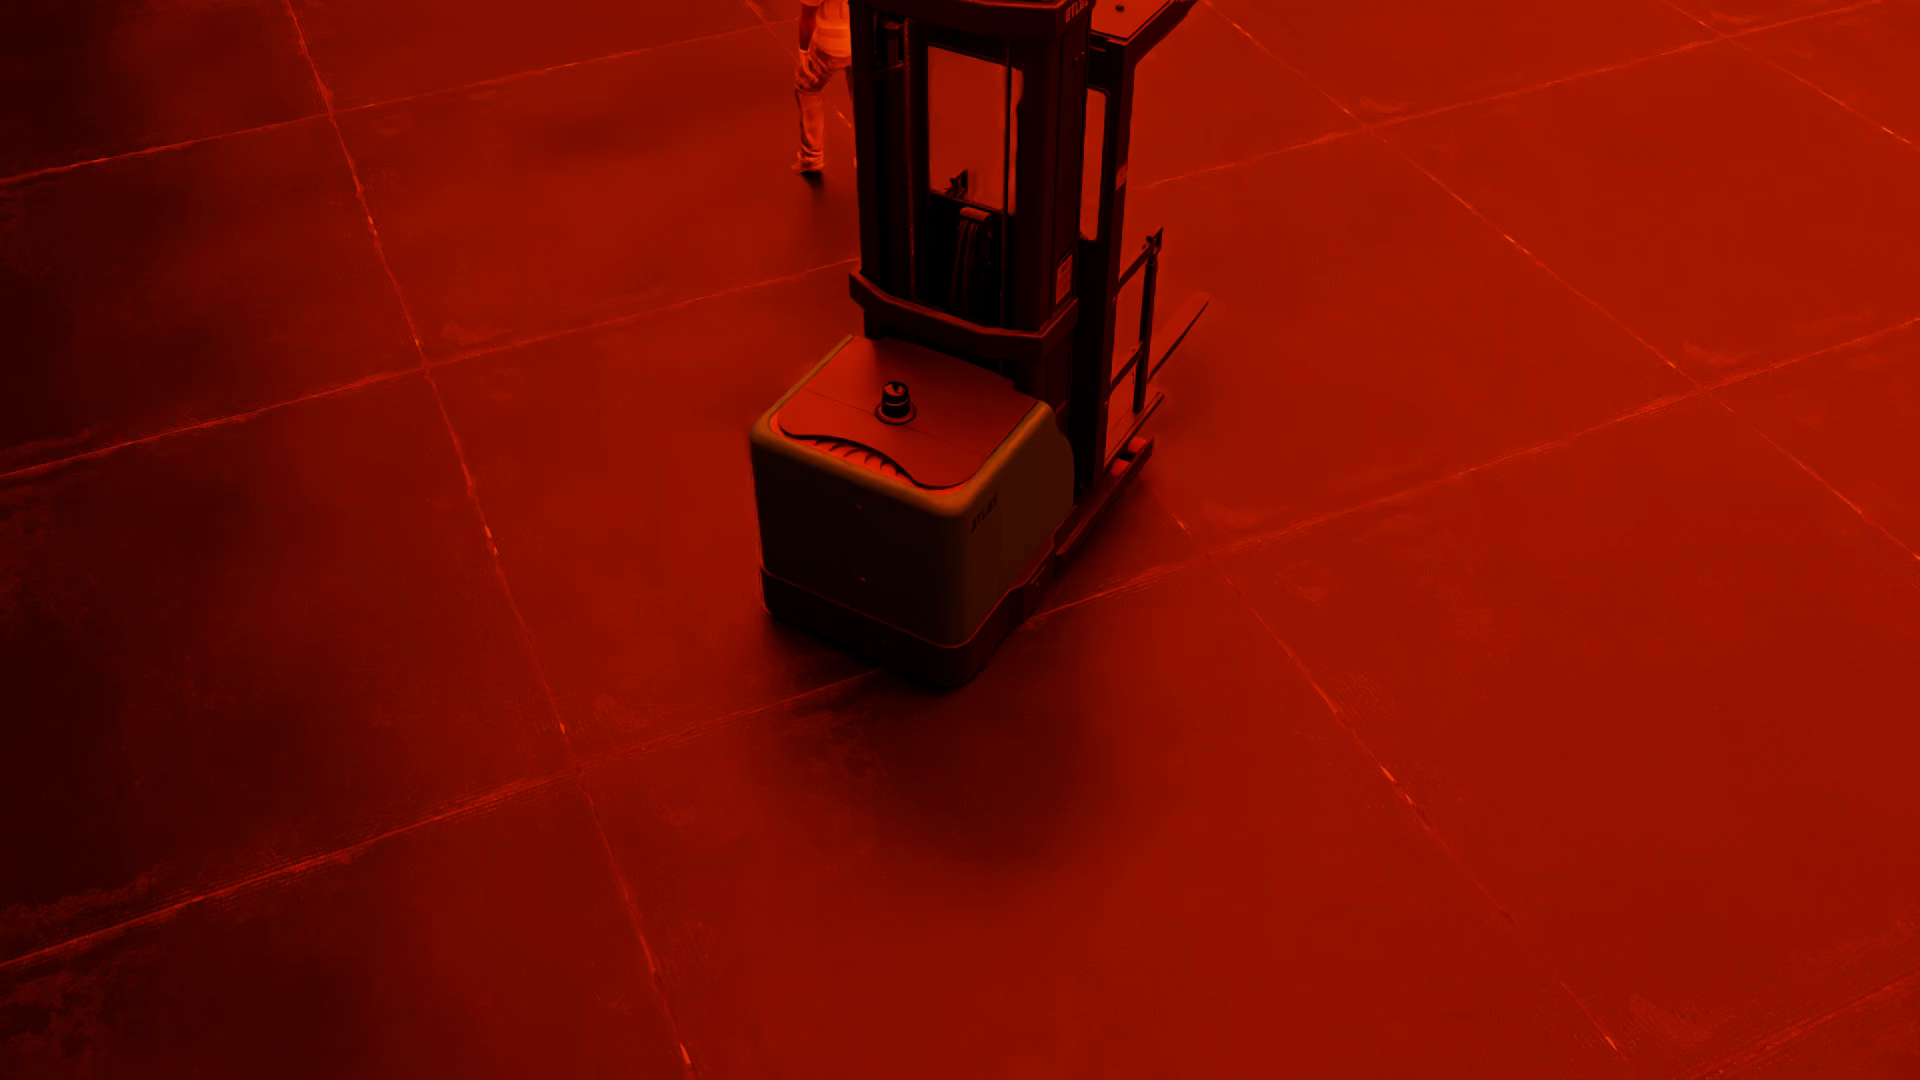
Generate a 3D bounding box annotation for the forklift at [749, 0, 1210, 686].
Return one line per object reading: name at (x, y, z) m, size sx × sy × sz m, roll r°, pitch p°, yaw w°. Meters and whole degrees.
forklift at (0.294, -1.444, 7.227) m, size 1.130 × 2.935 × 3.031 m, roll 21°, pitch 47°, yaw 21°

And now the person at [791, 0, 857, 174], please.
person at (-0.696, -2.922, 9.713) m, size 0.654 × 1.824 × 0.527 m, roll -24°, pitch 48°, yaw -23°
